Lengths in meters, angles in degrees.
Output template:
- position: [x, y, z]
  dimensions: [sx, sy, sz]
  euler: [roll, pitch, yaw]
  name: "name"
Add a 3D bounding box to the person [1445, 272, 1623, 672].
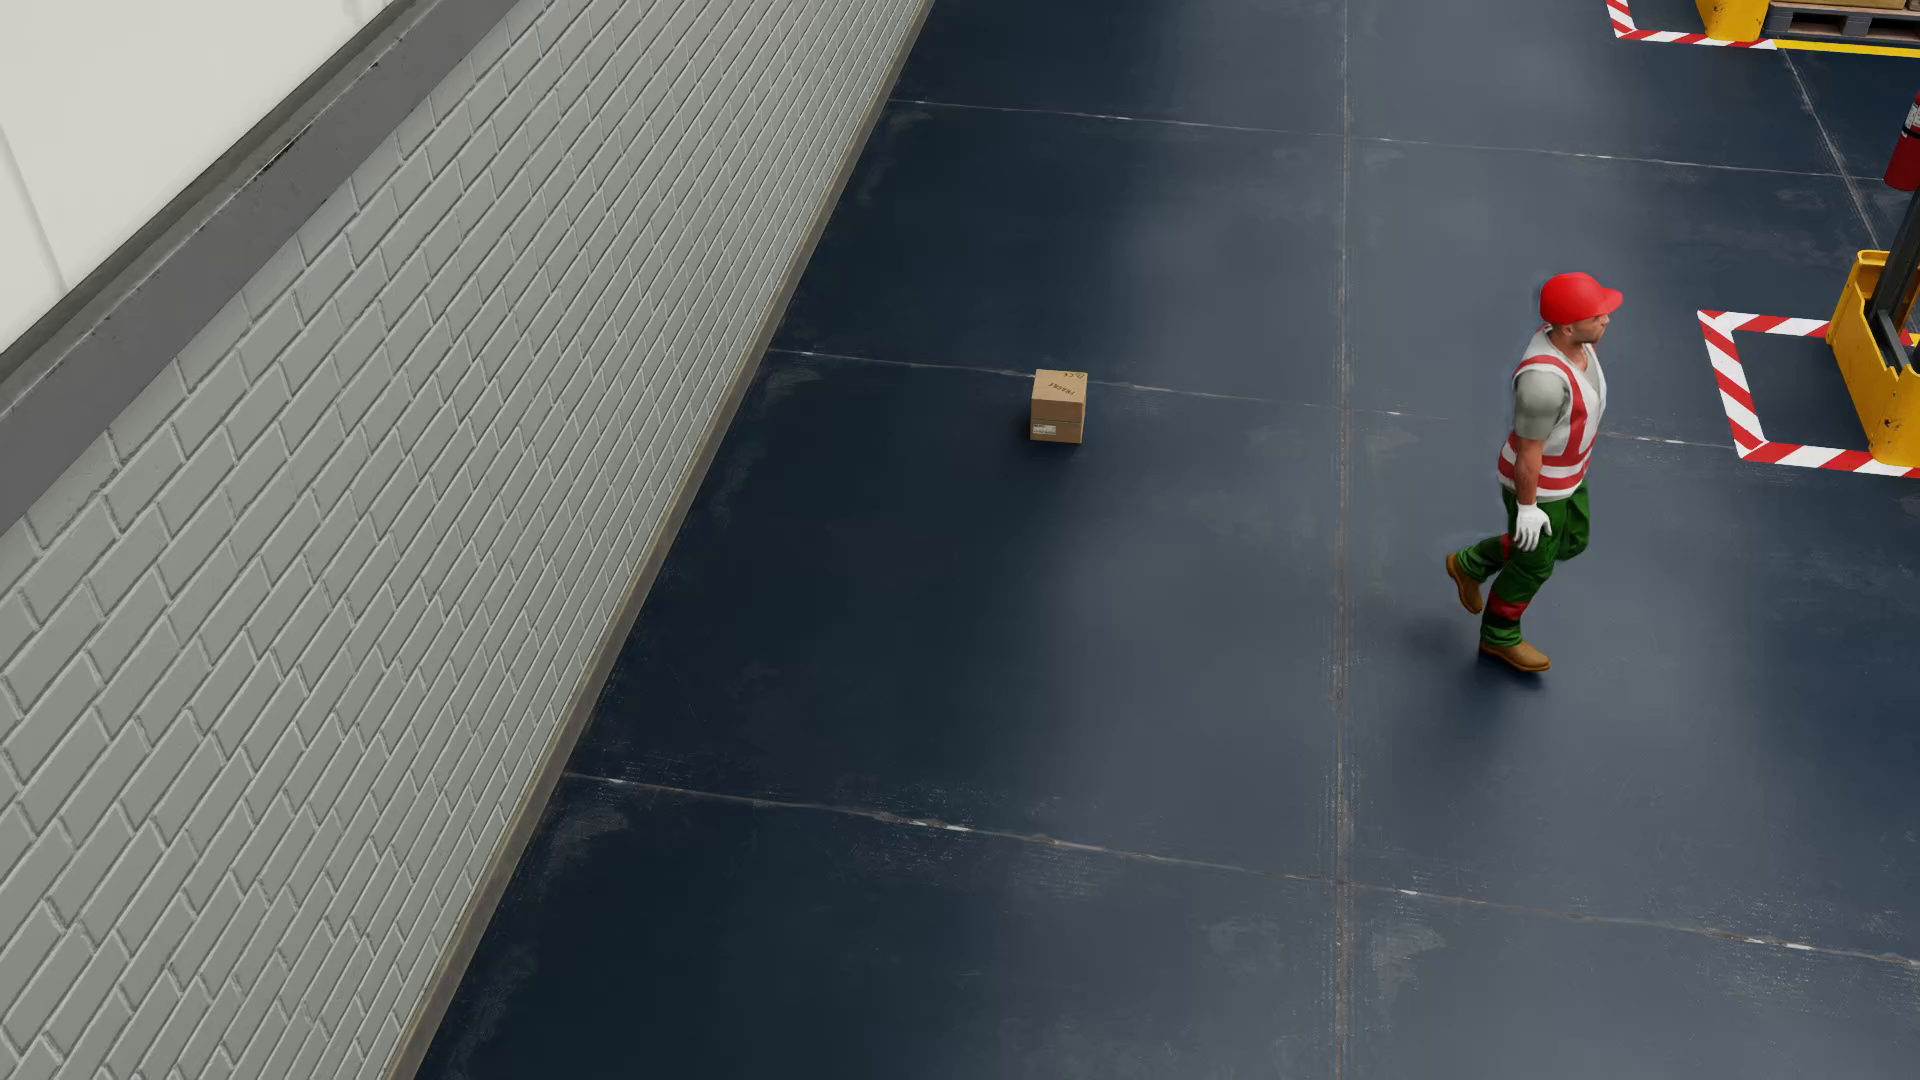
- position: [2.214, -0.252, 6.403]
  dimensions: [0.542, 1.778, 0.560]
  euler: [22, 45, 24]
  name: "person"
